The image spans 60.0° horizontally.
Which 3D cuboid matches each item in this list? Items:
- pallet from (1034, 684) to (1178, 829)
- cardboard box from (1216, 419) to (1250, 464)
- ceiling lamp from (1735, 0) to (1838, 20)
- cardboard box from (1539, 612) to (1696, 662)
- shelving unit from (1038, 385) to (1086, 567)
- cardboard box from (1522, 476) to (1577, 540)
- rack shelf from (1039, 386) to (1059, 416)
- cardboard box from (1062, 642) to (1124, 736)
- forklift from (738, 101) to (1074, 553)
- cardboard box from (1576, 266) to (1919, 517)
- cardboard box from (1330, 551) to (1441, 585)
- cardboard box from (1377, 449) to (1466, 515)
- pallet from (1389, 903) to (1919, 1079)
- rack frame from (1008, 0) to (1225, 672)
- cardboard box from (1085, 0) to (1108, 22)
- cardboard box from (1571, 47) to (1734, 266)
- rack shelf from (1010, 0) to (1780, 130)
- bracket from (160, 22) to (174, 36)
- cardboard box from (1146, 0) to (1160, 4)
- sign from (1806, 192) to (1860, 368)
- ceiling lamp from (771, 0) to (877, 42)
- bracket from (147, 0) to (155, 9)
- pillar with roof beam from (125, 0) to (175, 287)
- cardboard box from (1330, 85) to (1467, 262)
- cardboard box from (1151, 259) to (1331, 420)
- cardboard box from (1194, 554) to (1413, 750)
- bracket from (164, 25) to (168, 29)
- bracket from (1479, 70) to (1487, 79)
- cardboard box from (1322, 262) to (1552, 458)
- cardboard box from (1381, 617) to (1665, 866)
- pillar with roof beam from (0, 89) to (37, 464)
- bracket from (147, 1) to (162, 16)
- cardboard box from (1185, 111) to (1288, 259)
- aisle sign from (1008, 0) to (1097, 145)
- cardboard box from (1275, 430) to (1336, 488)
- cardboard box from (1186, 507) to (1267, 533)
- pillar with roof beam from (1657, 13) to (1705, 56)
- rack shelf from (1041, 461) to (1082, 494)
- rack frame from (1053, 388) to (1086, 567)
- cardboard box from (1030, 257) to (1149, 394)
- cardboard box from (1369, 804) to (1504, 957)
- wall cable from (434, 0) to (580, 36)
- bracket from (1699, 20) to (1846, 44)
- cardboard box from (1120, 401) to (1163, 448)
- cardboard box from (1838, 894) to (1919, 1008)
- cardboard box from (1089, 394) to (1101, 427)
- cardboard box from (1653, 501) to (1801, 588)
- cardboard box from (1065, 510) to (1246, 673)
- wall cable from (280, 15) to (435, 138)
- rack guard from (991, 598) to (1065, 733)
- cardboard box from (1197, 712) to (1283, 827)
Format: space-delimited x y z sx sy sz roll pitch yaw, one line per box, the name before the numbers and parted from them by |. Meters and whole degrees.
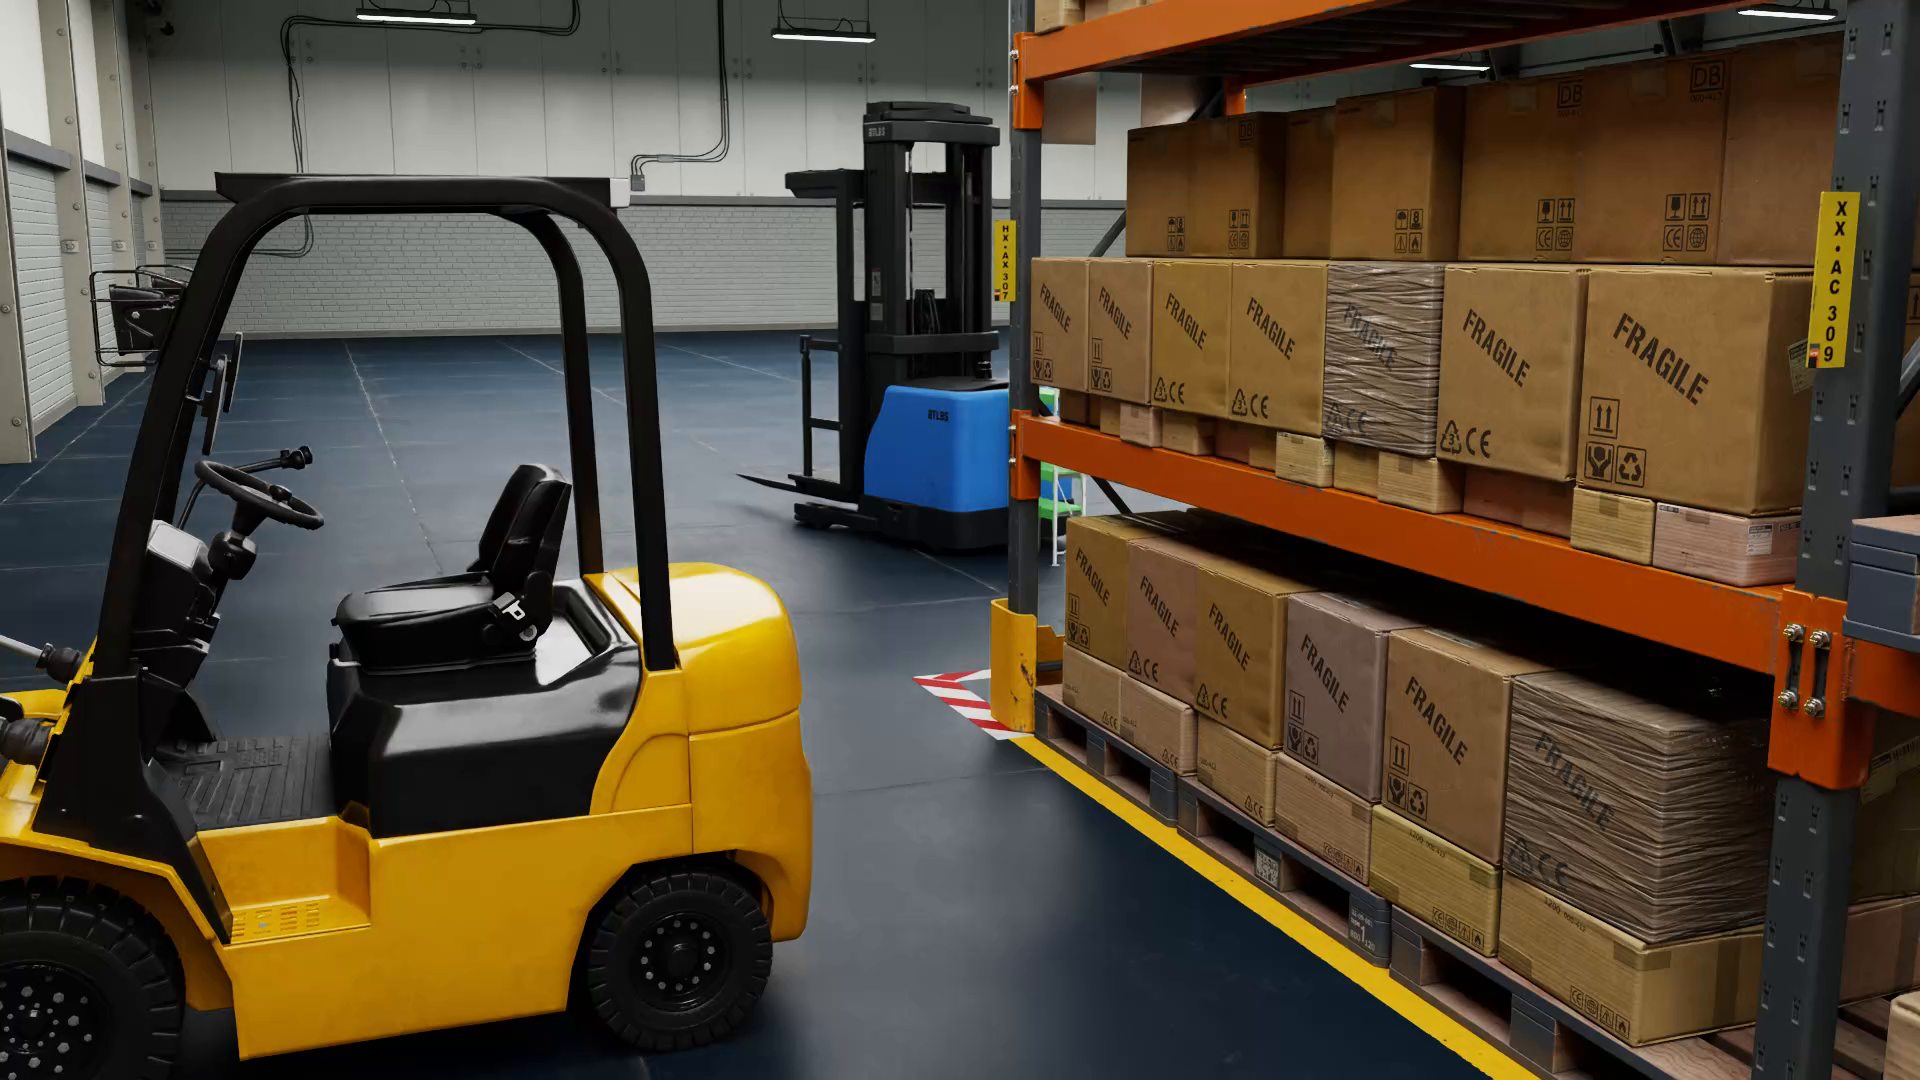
pallet | 0.981 0.771 6.481 1.003 0.211 1.213 -4 11 -21
cardboard box | 1.074 -0.344 5.506 0.380 0.149 0.250 -4 11 -19
ceiling lamp | 14.046 -10.553 28.385 2.000 3.185 0.800 -4 11 -21
cardboard box | 1.975 0.482 4.657 0.500 0.500 0.500 -3 11 -19
shelving unit | 0.558 -0.470 10.634 0.258 1.200 0.503 -6 12 -32
cardboard box | 1.623 -0.093 4.096 0.380 0.149 0.250 -4 11 -21
rack shelf | 0.558 -0.879 10.561 0.258 0.148 0.480 -6 12 -32
cardboard box | 0.727 0.547 6.429 0.500 0.250 0.500 -4 11 -21
forklift | -0.542 -1.568 11.868 1.130 2.935 3.031 -8 13 -38
cardboard box | 1.749 -0.348 3.678 0.500 0.500 0.500 -4 11 -22
cardboard box | 1.594 0.311 5.617 0.500 0.500 0.500 -4 11 -22
cardboard box | 1.370 -0.171 4.533 0.380 0.149 0.250 -4 11 -22
pallet | 1.866 1.170 4.242 1.003 0.211 1.213 -4 11 -21
rack frame | 0.692 -0.749 7.064 1.000 3.000 0.127 -4 11 -21
cardboard box | 0.689 -1.990 6.194 0.380 0.149 0.250 -4 11 -23
cardboard box | 2.020 -0.954 4.229 0.700 0.500 0.500 -4 11 -21
rack shelf | 1.417 -1.545 5.029 1.077 0.370 4.000 -4 11 -21
bracket | -16.070 -10.362 33.700 0.235 0.232 0.430 -4 11 -21
cardboard box | 0.865 -1.906 5.721 0.380 0.149 0.250 -4 11 -21
sign | 1.639 -0.486 3.117 0.100 0.325 0.005 -4 11 -21
ceiling lamp | -2.677 -11.126 31.607 2.000 3.185 0.800 -4 11 -21
bracket | -13.977 -9.419 28.399 0.076 0.066 4.783 -4 11 -21
pillar with roof beam | -11.379 -8.386 32.869 9.100 9.000 0.548 -4 11 -21
cardboard box | 1.590 -1.117 5.145 0.700 0.500 0.500 -4 11 -21
cardboard box | 0.982 -0.682 5.555 0.500 0.500 0.500 -4 11 -22
cardboard box | 1.104 0.350 5.401 0.500 0.500 0.500 -4 11 -20
bracket | -15.856 -10.266 33.158 0.076 0.066 3.189 -4 11 -21
bracket | 13.486 -11.929 42.510 0.235 0.232 0.430 -4 11 -21
cardboard box | 1.364 -0.516 4.622 0.500 0.500 0.500 -4 11 -19
cardboard box | 1.491 0.520 4.445 0.500 0.500 0.500 -4 11 -20
pillar with roof beam | -4.856 -5.448 16.352 9.100 9.000 0.400 -4 11 -21
bracket | -14.910 -9.840 30.763 0.235 0.232 0.430 -4 11 -21
cardboard box | 1.257 -1.284 6.084 0.700 0.500 0.500 -4 11 -20
aisle sign | 0.381 -2.019 6.783 0.394 0.787 0.004 -4 11 -21
cardboard box | 1.178 -0.254 5.002 0.380 0.149 0.250 -4 11 -20
cardboard box | 1.226 0.143 6.560 0.500 0.500 0.500 -4 11 -21
pillar with roof beam | 12.129 -8.859 35.530 9.100 9.000 0.548 -4 11 -21
rack shelf | 0.558 -0.407 10.645 0.258 0.148 0.480 -6 12 -32
rack frame | 0.689 -0.433 10.431 0.240 1.200 0.015 -6 12 -32
cardboard box | 0.606 -0.849 6.496 0.500 0.500 0.500 -4 11 -22
cardboard box | 1.475 0.885 4.529 0.500 0.250 0.500 -4 11 -22
wall cable | -9.821 -12.243 36.009 3.097 2.526 0.112 -4 11 -21
bracket | 16.895 -10.394 33.879 0.076 0.066 4.783 -4 11 -21
cardboard box | 0.797 -0.423 5.952 0.380 0.149 0.250 -4 11 -20
cardboard box | 2.180 0.938 4.236 0.500 0.250 0.500 -4 11 -24
cardboard box | 0.728 -0.516 6.474 0.380 0.149 0.250 -4 11 -20
cardboard box | 1.741 -0.005 3.602 0.380 0.149 0.250 -4 11 -21
cardboard box | 0.736 0.182 6.342 0.500 0.500 0.500 -4 11 -23
wall cable | -12.705 -9.807 35.303 3.097 2.526 0.112 -4 11 -21
rack guard | 0.720 0.494 7.213 1.175 0.500 0.348 -4 11 -21
cardboard box | 1.114 0.720 5.462 0.500 0.250 0.500 -3 11 -17
